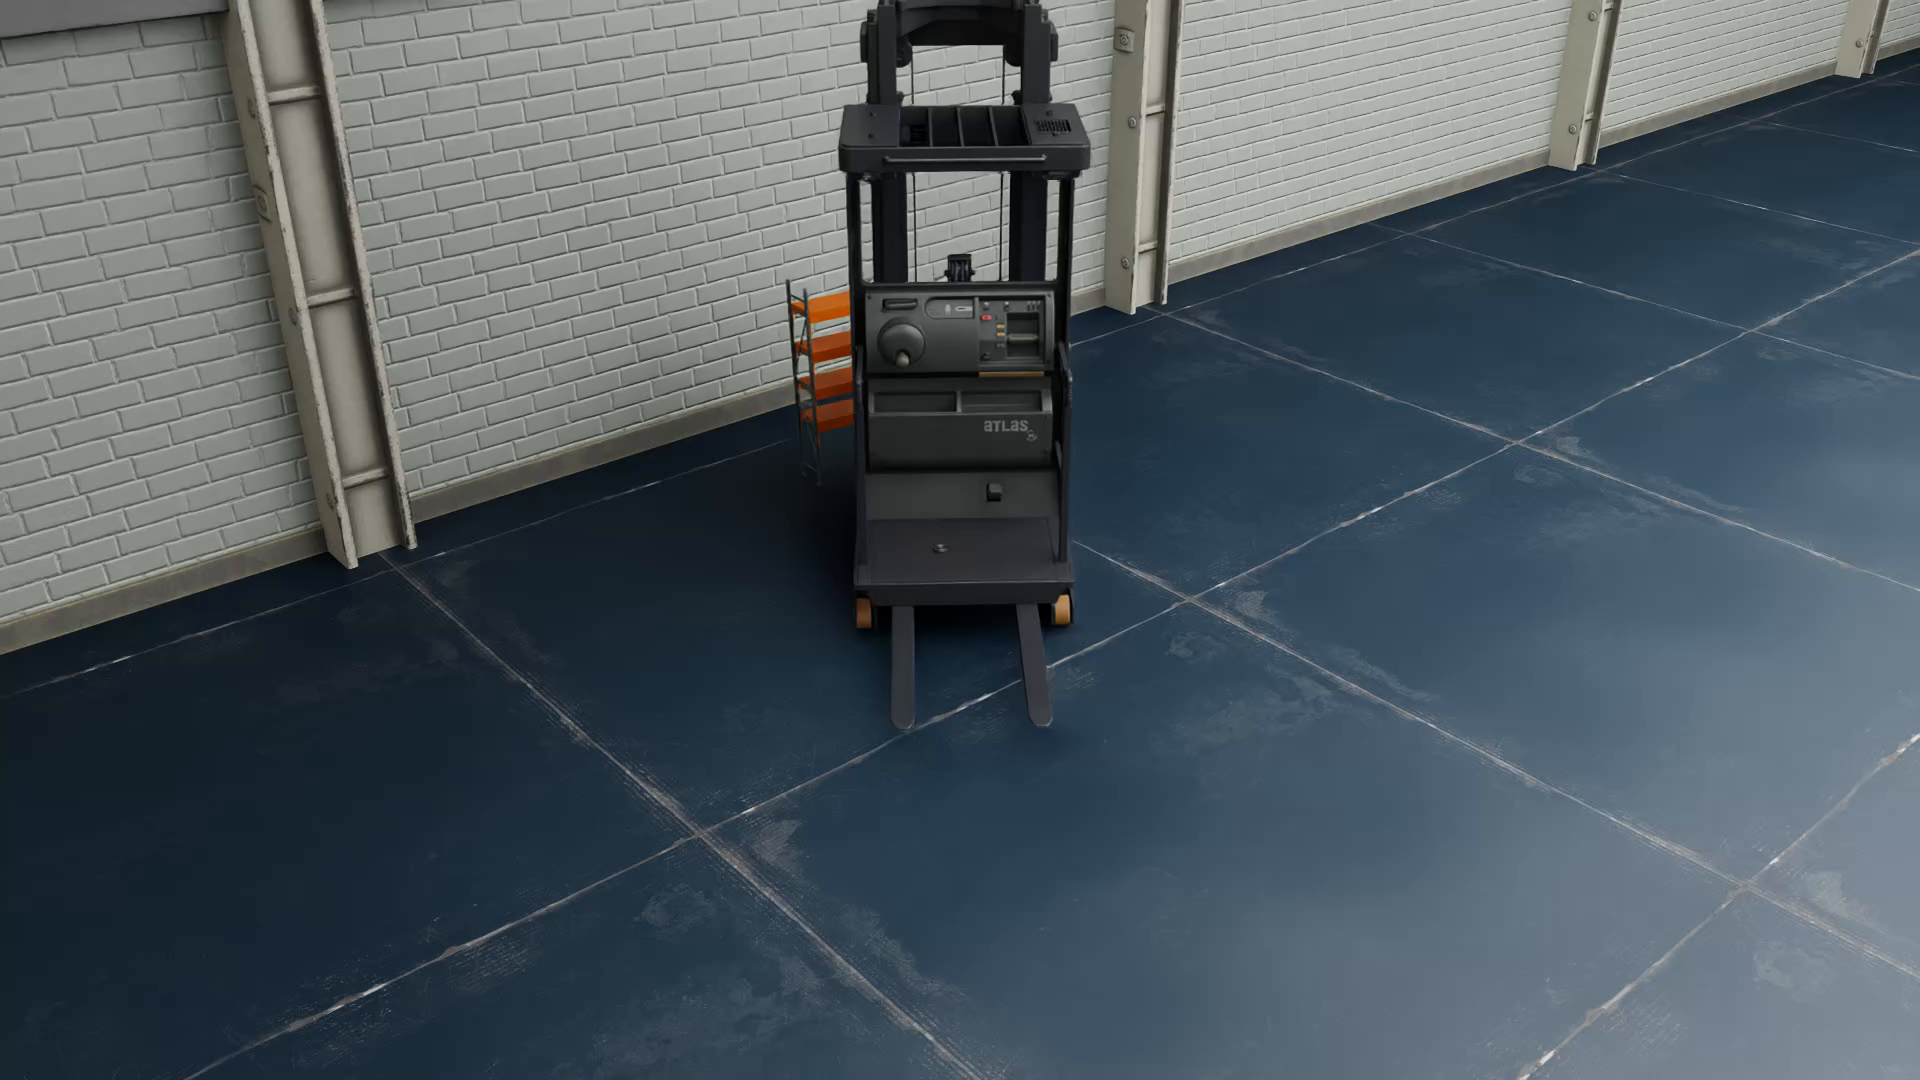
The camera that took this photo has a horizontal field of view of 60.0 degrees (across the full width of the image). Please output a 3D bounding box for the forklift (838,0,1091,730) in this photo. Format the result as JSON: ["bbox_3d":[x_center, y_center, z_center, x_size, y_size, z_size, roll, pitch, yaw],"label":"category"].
[{"bbox_3d":[0.009,-0.993,7.998,1.130,2.935,3.031,-1,28,-2],"label":"forklift"}]

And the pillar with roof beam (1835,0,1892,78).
[{"bbox_3d":[13.245,-7.890,14.466,0.400,9.000,9.100,-22,35,-35],"label":"pillar with roof beam"}]

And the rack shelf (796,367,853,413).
[{"bbox_3d":[-0.696,-0.902,9.790,0.480,0.148,0.258,-16,28,-28],"label":"rack shelf"}]

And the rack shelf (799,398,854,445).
[{"bbox_3d":[-0.689,-0.722,9.874,0.480,0.148,0.258,-16,28,-28],"label":"rack shelf"}]

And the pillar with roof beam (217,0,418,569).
[{"bbox_3d":[-0.448,-2.383,4.162,0.400,9.000,9.100,-22,35,-35],"label":"pillar with roof beam"}]

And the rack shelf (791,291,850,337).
[{"bbox_3d":[-0.712,-1.320,9.597,0.480,0.148,0.258,-16,28,-28],"label":"rack shelf"}]

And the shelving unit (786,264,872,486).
[{"bbox_3d":[-0.698,-0.963,9.762,0.503,1.200,0.258,-16,28,-28],"label":"shelving unit"}]

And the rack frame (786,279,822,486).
[{"bbox_3d":[-0.905,-0.902,9.648,0.015,1.200,0.240,-16,28,-28],"label":"rack frame"}]

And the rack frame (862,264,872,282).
[{"bbox_3d":[-0.492,-1.024,9.877,0.015,1.200,0.240,-16,28,-28],"label":"rack frame"}]

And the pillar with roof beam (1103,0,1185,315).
[{"bbox_3d":[4.116,-4.219,7.597,0.400,9.000,9.100,-22,35,-35],"label":"pillar with roof beam"}]

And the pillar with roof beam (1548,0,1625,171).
[{"bbox_3d":[8.681,-6.054,11.031,0.400,9.000,9.100,-22,35,-35],"label":"pillar with roof beam"}]

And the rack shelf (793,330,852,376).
[{"bbox_3d":[-0.704,-1.105,9.696,0.480,0.148,0.258,-16,28,-28],"label":"rack shelf"}]
